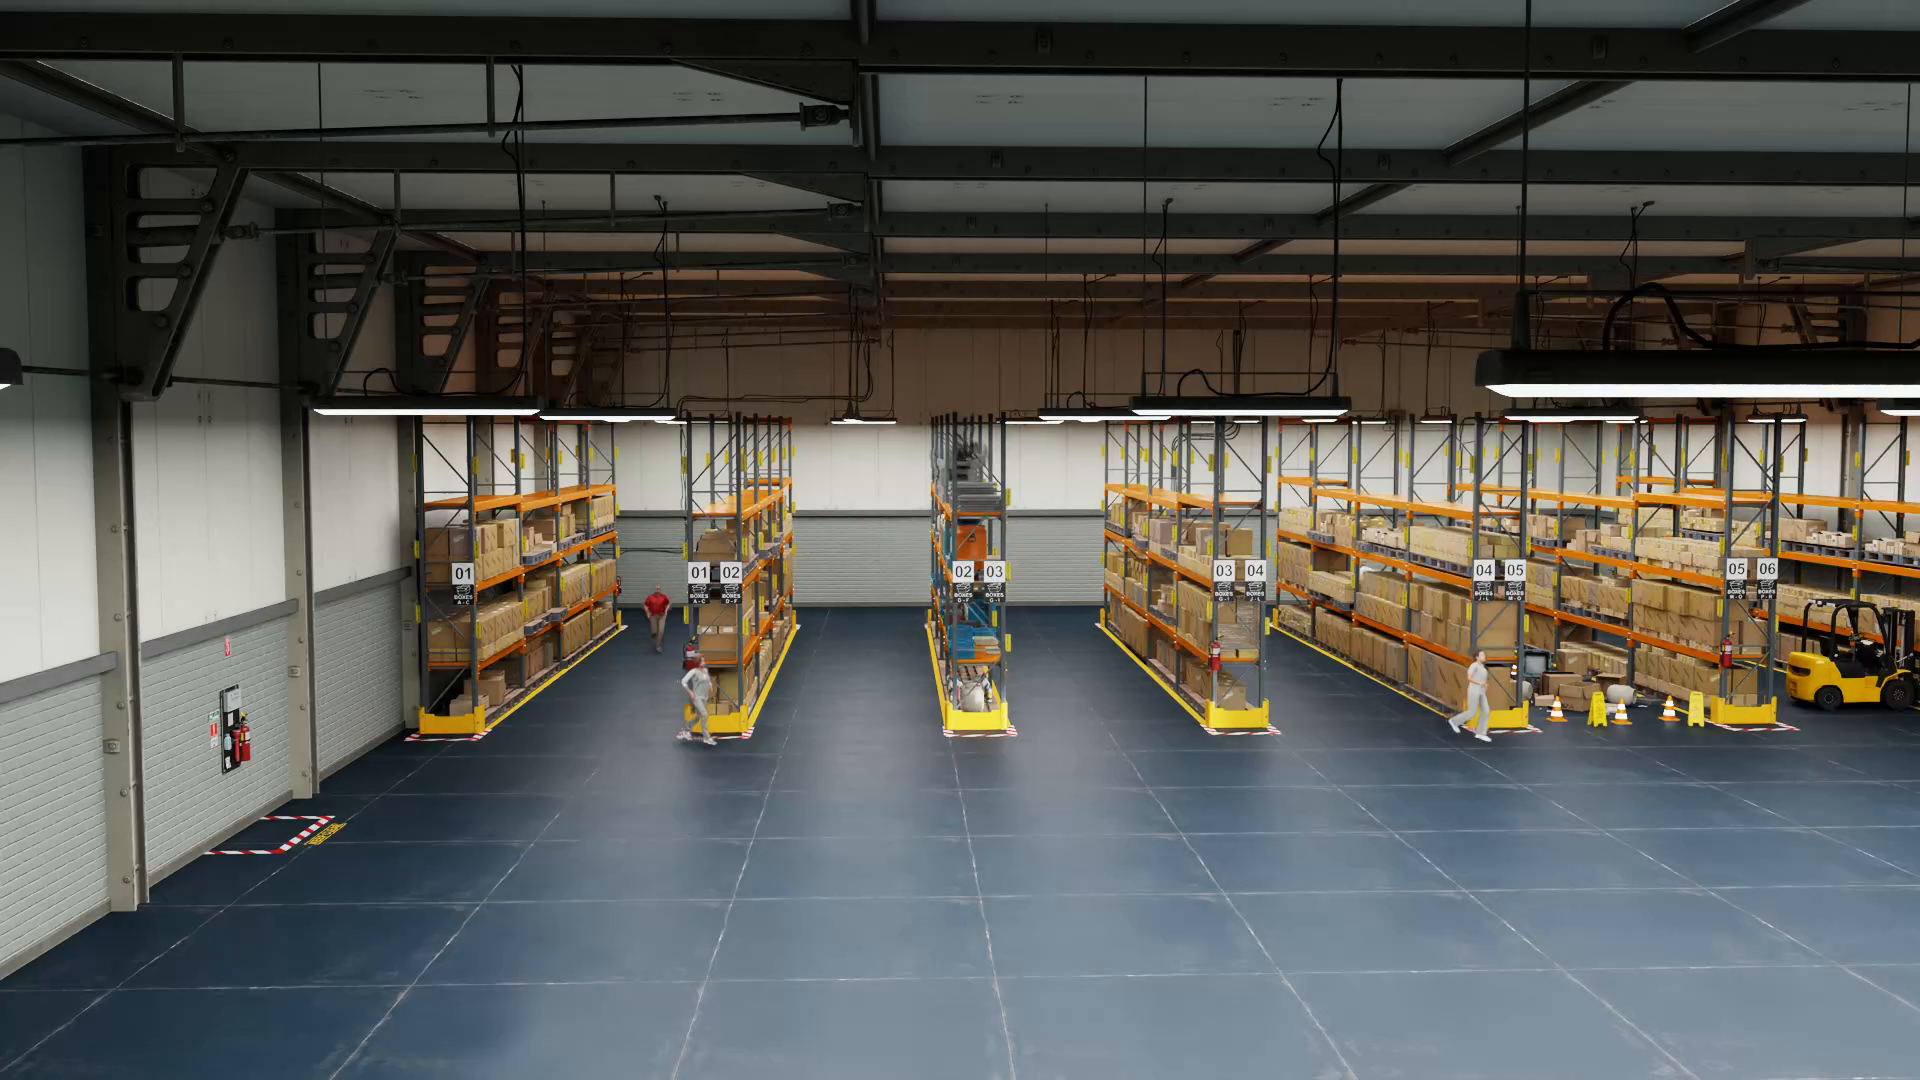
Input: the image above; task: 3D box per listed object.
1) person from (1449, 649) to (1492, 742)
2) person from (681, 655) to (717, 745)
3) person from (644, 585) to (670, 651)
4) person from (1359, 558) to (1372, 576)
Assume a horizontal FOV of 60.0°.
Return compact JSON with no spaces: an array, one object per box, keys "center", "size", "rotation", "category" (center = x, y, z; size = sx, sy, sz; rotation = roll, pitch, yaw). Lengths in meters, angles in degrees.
[{"center":[9.451,2.824,30.566],"size":[0.573,1.664,0.825],"rotation":[-4,5,-44],"category":"person"},{"center":[-4.688,2.862,29.949],"size":[0.822,1.579,0.543],"rotation":[2,5,31],"category":"person"},{"center":[-7.752,1.990,42.634],"size":[0.665,1.686,0.644],"rotation":[-1,4,-18],"category":"person"},{"center":[11.930,1.446,49.494],"size":[0.992,1.807,0.703],"rotation":[-1,4,-19],"category":"person"}]
